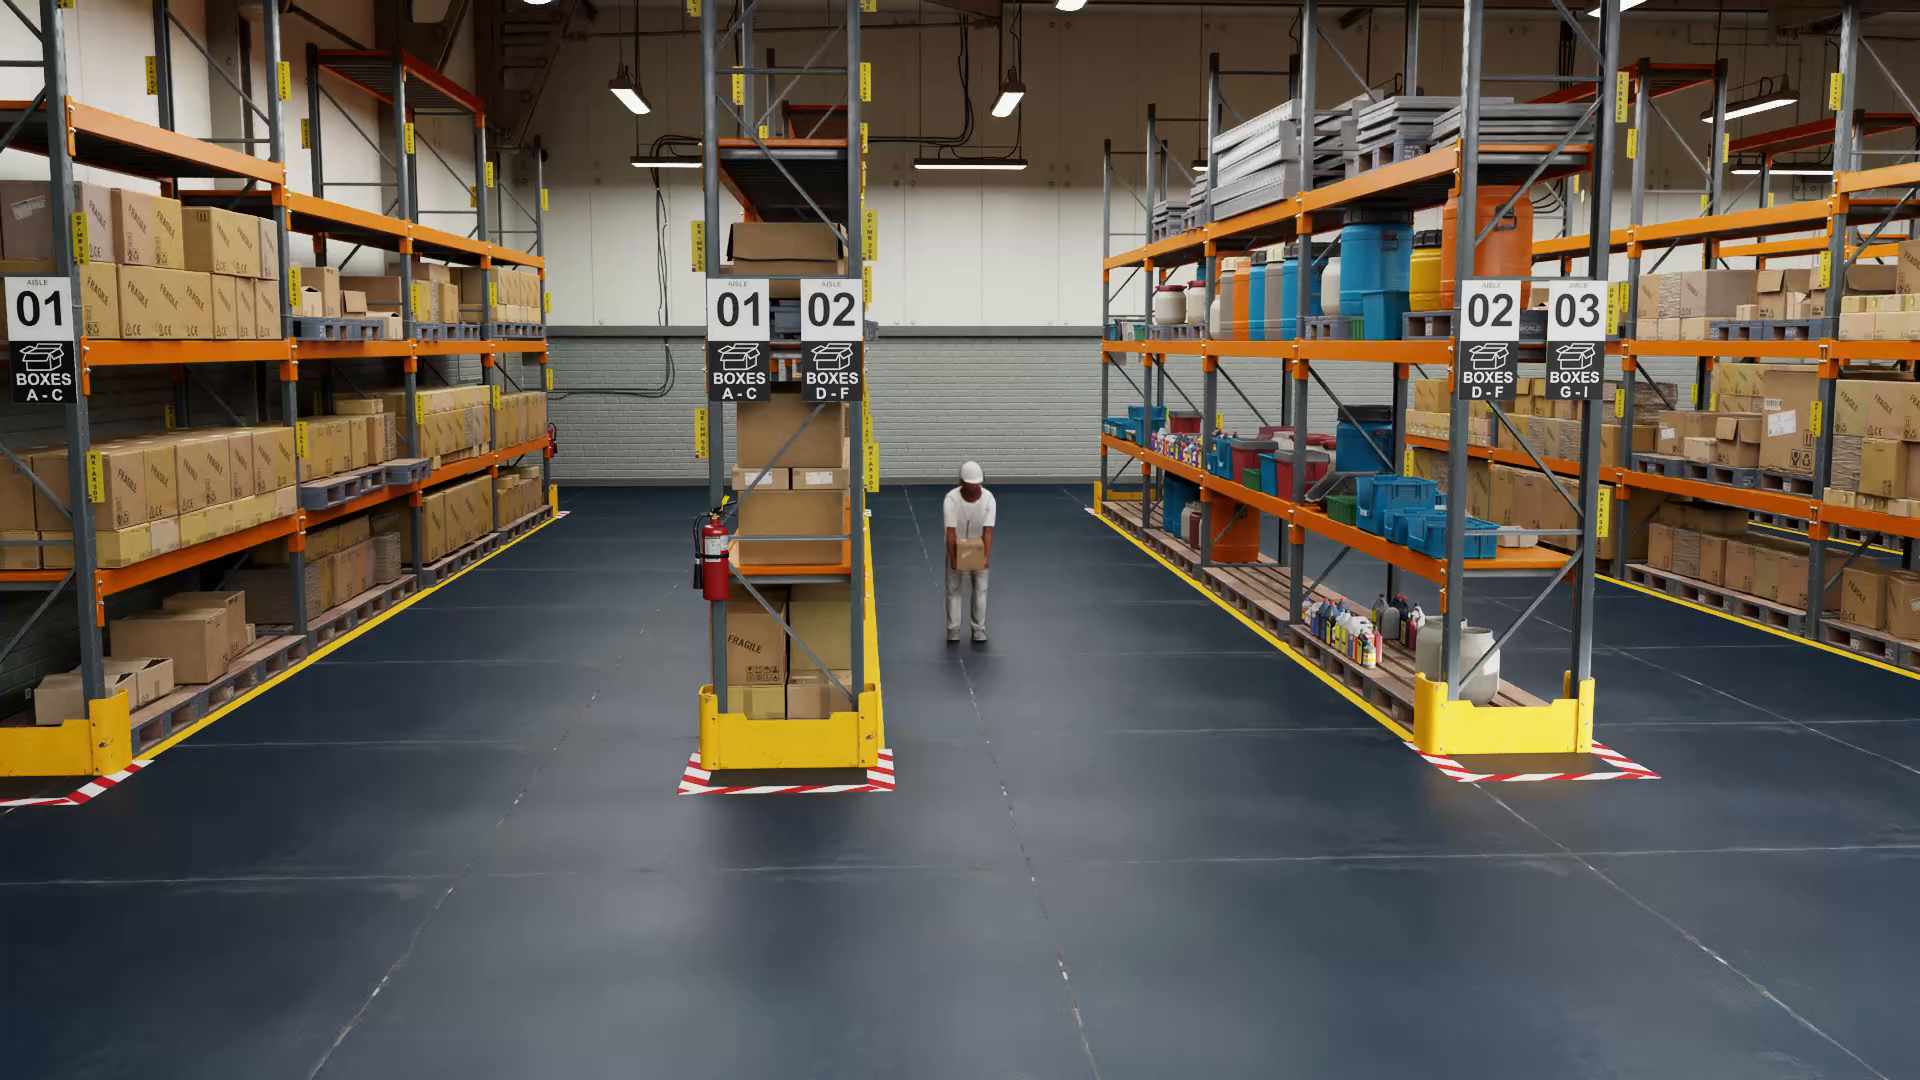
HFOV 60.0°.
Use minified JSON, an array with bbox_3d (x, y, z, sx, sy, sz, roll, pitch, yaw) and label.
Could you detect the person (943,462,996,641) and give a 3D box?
[{"bbox_3d":[0.089,0.107,15.545,0.488,1.693,0.637,-1,7,-5],"label":"person"}]
